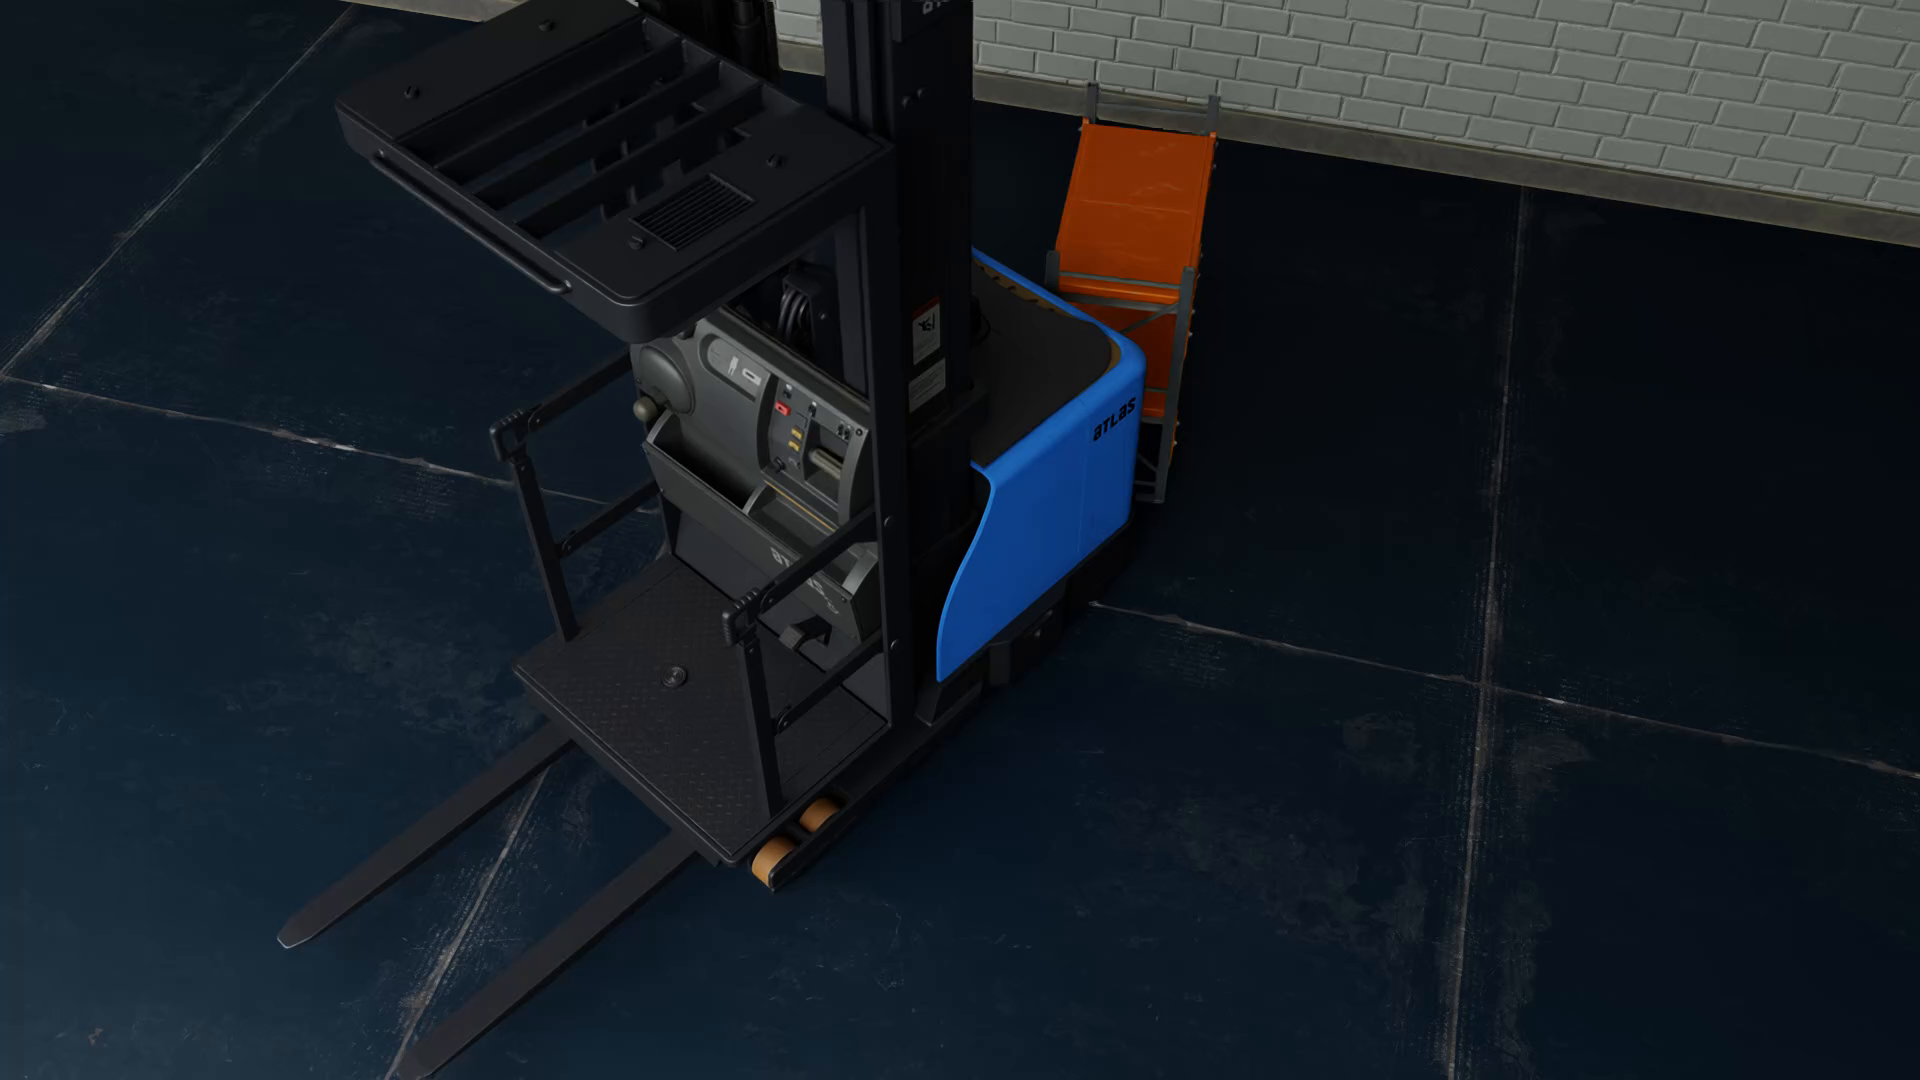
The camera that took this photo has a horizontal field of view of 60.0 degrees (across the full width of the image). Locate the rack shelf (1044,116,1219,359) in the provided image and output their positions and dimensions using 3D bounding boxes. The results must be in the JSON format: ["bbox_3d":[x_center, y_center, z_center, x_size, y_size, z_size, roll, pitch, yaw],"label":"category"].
[{"bbox_3d":[0.632,-1.129,6.105,0.538,0.278,1.000,8,49,7],"label":"rack shelf"}]

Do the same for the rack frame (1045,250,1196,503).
[{"bbox_3d":[0.539,-0.560,5.994,0.500,1.125,0.032,8,49,7],"label":"rack frame"}]

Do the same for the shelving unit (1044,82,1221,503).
[{"bbox_3d":[0.632,-0.935,6.325,0.538,1.125,1.048,8,49,7],"label":"shelving unit"}]

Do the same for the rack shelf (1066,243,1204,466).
[{"bbox_3d":[0.632,-0.773,6.508,0.538,0.278,1.000,8,49,7],"label":"rack shelf"}]

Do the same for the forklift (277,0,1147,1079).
[{"bbox_3d":[-0.748,-0.309,4.568,1.130,2.935,3.031,35,57,27],"label":"forklift"}]

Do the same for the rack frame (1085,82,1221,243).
[{"bbox_3d":[0.725,-1.310,6.656,0.500,1.125,0.032,8,49,7],"label":"rack frame"}]
